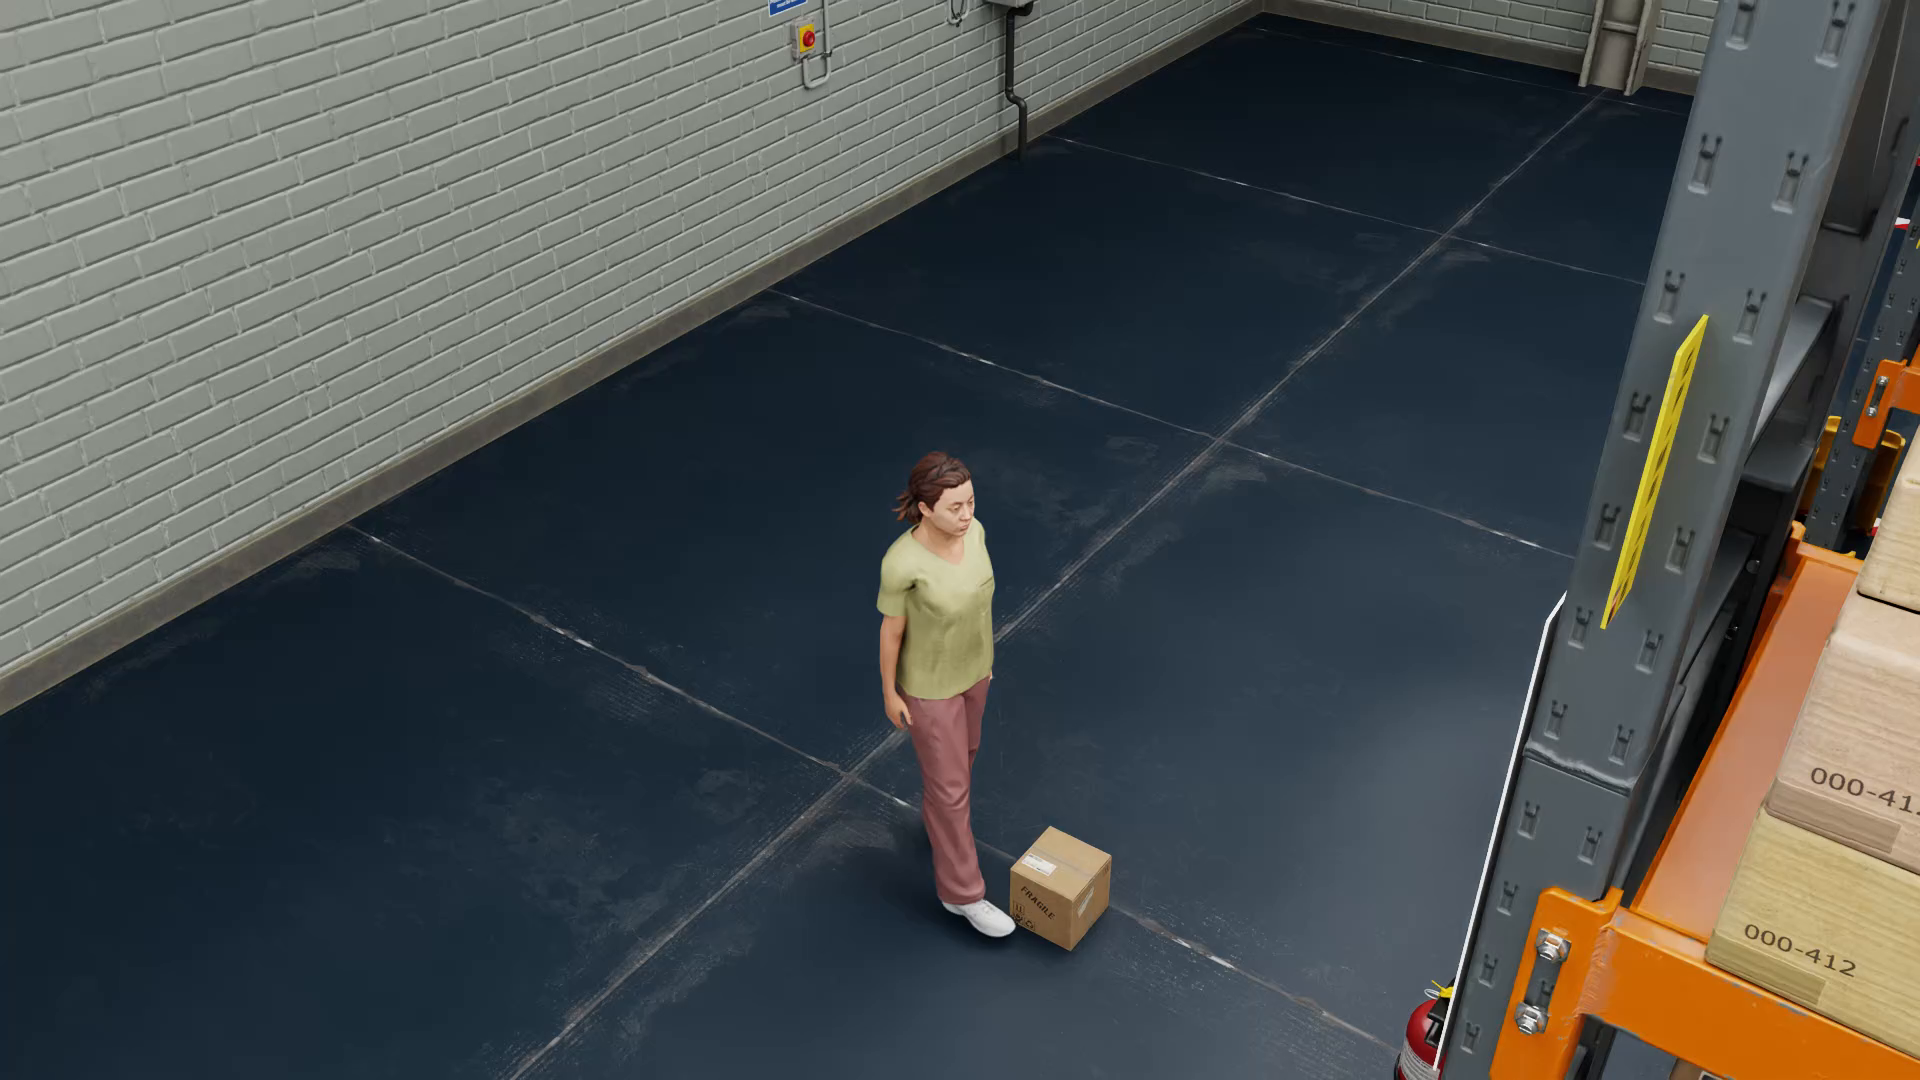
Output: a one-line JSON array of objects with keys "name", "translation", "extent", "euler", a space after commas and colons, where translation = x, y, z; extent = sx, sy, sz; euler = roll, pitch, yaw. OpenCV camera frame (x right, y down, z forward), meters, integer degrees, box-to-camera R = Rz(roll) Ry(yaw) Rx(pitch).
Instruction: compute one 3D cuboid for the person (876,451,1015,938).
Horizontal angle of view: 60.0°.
[{"name": "person", "translation": [0.041, 0.500, 5.417], "extent": [0.636, 1.669, 0.448], "euler": [28, 44, 34]}]
